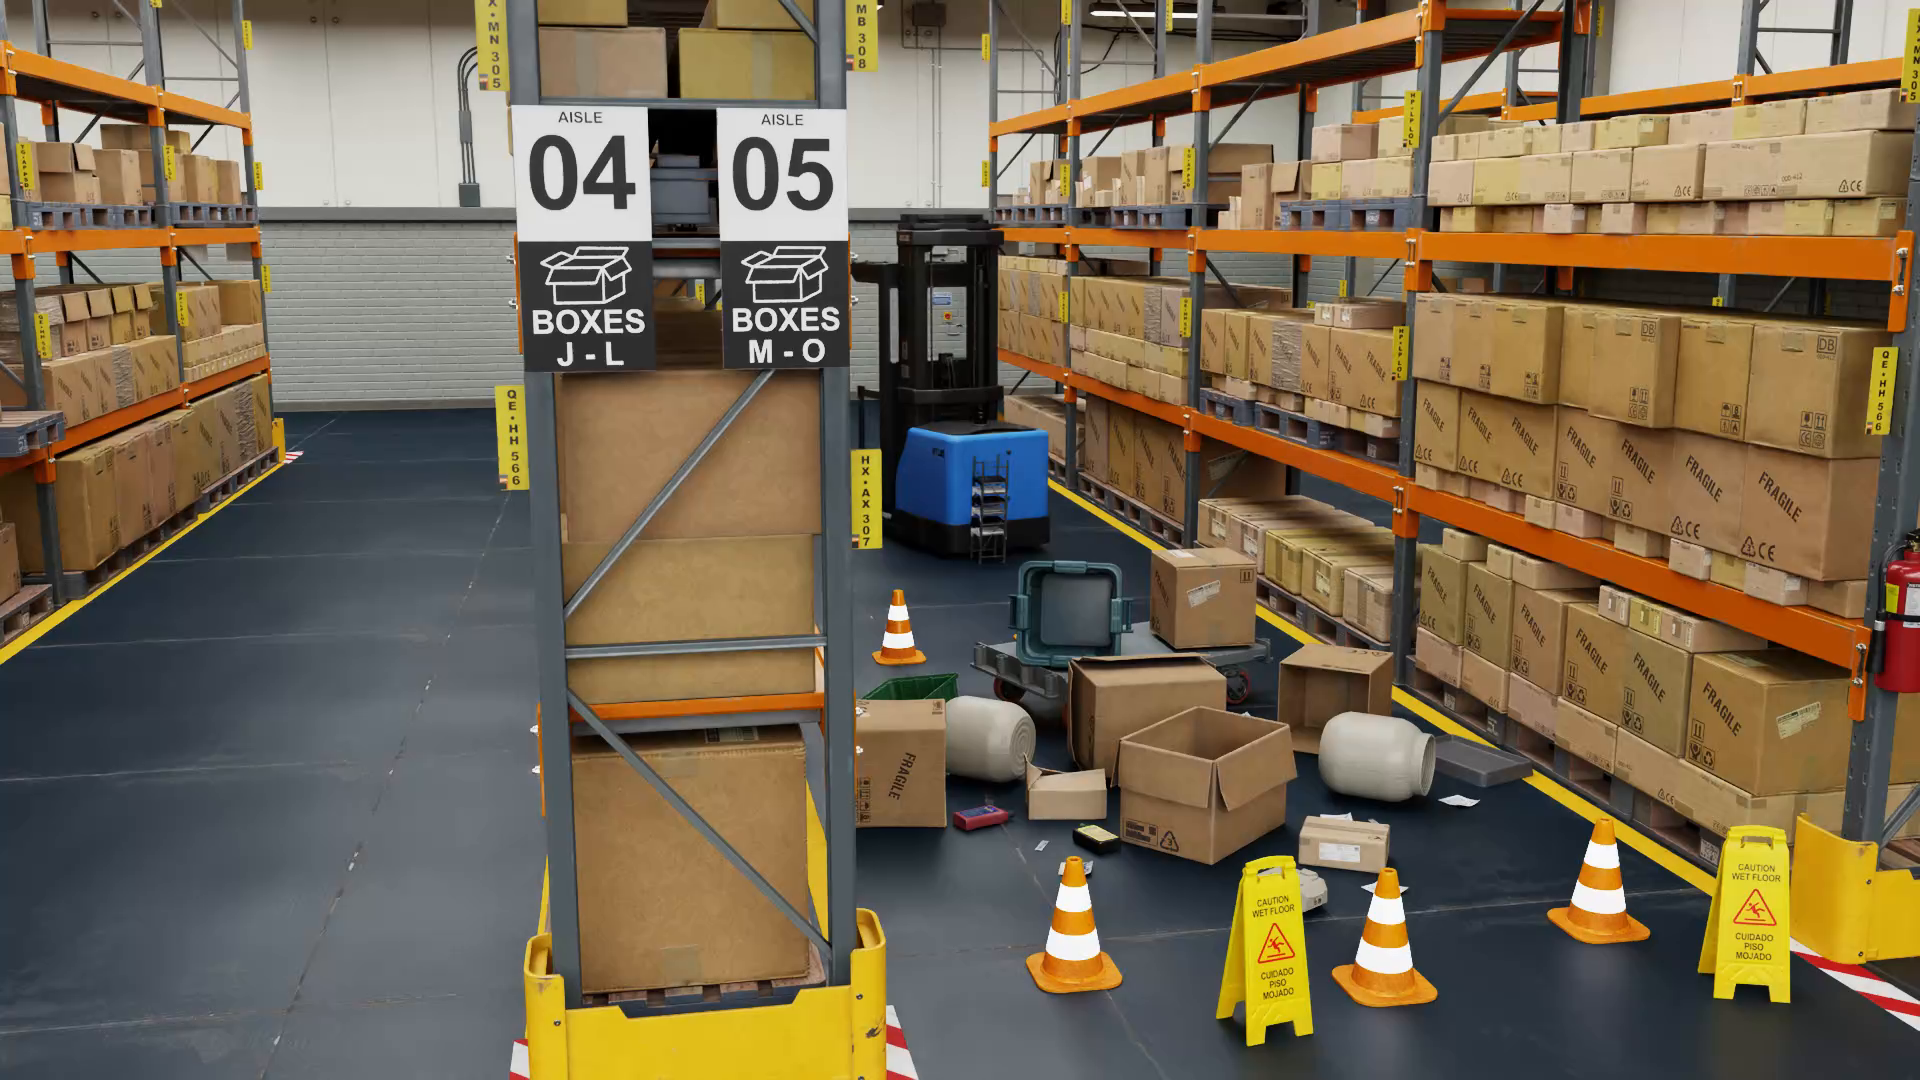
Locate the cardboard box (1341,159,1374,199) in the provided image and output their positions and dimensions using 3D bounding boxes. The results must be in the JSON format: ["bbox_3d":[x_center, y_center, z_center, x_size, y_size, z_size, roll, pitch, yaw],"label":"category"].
[{"bbox_3d":[2.859,-2.382,10.999,0.500,0.250,0.500,-2,11,-10],"label":"cardboard box"}]

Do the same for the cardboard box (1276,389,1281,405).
[{"bbox_3d":[2.591,-1.083,12.469,0.380,0.149,0.250,-2,11,-9],"label":"cardboard box"}]

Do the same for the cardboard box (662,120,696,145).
[{"bbox_3d":[-1.086,-1.919,7.501,0.500,0.250,0.500,-2,11,-12],"label":"cardboard box"}]

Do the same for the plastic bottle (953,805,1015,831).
[{"bbox_3d":[0.119,1.339,8.050,0.283,0.061,0.133,-6,13,-31],"label":"plastic bottle"}]

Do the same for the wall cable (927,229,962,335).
[{"bbox_3d":[-0.245,-4.330,27.176,0.585,1.953,0.123,-2,11,-11],"label":"wall cable"}]

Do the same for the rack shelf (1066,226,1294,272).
[{"bbox_3d":[2.042,-2.802,15.850,1.077,0.370,4.000,-2,11,-11],"label":"rack shelf"}]

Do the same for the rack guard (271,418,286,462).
[{"bbox_3d":[-8.851,-1.198,20.208,1.175,0.500,0.348,-2,11,-11],"label":"rack guard"}]

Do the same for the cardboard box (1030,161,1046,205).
[{"bbox_3d":[1.120,-4.185,19.535,0.500,0.500,0.500,-2,11,-10],"label":"cardboard box"}]

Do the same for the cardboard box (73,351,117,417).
[{"bbox_3d":[-7.323,-1.291,13.743,0.500,0.500,0.500,-2,11,-12],"label":"cardboard box"}]

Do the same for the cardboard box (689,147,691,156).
[{"bbox_3d":[-1.092,-1.793,7.905,0.380,0.149,0.250,-2,11,-11],"label":"cardboard box"}]

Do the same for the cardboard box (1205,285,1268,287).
[{"bbox_3d":[2.469,-2.045,15.031,0.500,0.500,0.500,-2,11,-11],"label":"cardboard box"}]

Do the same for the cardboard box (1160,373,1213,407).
[{"bbox_3d":[2.078,-1.324,14.588,0.500,0.250,0.500,-3,11,-13],"label":"cardboard box"}]

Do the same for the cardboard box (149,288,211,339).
[{"bbox_3d":[-7.999,-2.317,16.999,0.500,0.500,0.500,-2,11,-11],"label":"cardboard box"}]

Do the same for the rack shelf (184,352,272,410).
[{"bbox_3d":[-8.457,-1.702,18.091,1.077,0.370,4.000,-2,11,-11],"label":"rack shelf"}]

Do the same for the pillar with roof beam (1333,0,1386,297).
[{"bbox_3d":[1.880,-6.281,24.184,9.100,9.000,0.548,-2,11,-11],"label":"pillar with roof beam"}]

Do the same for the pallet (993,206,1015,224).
[{"bbox_3d":[1.029,-4.076,20.860,1.003,0.211,1.213,-2,11,-11],"label":"pallet"}]

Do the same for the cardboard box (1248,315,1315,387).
[{"bbox_3d":[2.509,-1.433,12.570,0.500,0.500,0.500,-2,11,-10],"label":"cardboard box"}]

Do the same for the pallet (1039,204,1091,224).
[{"bbox_3d":[1.504,-3.629,18.508,1.003,0.211,1.213,-2,11,-11],"label":"pallet"}]

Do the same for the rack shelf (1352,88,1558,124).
[{"bbox_3d":[6.132,-5.189,20.376,1.077,0.370,4.000,-2,11,-11],"label":"rack shelf"}]

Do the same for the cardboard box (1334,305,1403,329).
[{"bbox_3d":[2.750,-1.504,11.208,0.380,0.149,0.250,-2,11,-13],"label":"cardboard box"}]

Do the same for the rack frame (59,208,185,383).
[{"bbox_3d":[-8.068,-1.688,16.097,1.000,3.000,0.127,-2,11,-11],"label":"rack frame"}]

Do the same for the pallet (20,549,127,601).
[{"bbox_3d":[-7.370,0.268,13.277,1.003,0.211,1.213,-2,11,-11],"label":"pallet"}]

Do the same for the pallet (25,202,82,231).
[{"bbox_3d":[-7.467,-2.451,12.590,1.213,0.211,1.003,-2,11,-8],"label":"pallet"}]

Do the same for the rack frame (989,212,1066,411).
[{"bbox_3d":[0.875,-2.782,21.845,1.000,3.000,0.127,-2,11,-11],"label":"rack frame"}]

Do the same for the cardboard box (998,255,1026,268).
[{"bbox_3d":[0.672,-3.566,21.286,0.380,0.149,0.250,-2,11,-10],"label":"cardboard box"}]

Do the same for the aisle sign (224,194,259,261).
[{"bbox_3d":[-8.566,-3.723,19.835,0.394,0.787,0.004,-2,11,-11],"label":"aisle sign"}]

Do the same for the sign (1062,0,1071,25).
[{"bbox_3d":[1.103,-5.517,17.245,0.100,0.325,0.005,-2,11,-11],"label":"sign"}]

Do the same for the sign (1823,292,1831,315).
[{"bbox_3d":[7.843,-2.086,15.089,0.100,0.325,0.005,-2,11,-11],"label":"sign"}]

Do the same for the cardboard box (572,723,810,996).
[{"bbox_3d":[-1.046,1.066,6.184,0.875,0.875,0.875,-2,11,-11],"label":"cardboard box"}]

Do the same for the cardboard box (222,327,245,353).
[{"bbox_3d":[-8.294,-2.229,18.542,0.500,0.250,0.500,-3,11,-13],"label":"cardboard box"}]

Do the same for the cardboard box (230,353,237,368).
[{"bbox_3d":[-8.157,-1.965,18.221,0.380,0.149,0.250,-2,11,-10],"label":"cardboard box"}]

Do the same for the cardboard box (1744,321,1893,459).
[{"bbox_3d":[3.673,-0.620,6.747,0.700,0.500,0.500,-2,11,-12],"label":"cardboard box"}]

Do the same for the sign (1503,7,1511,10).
[{"bbox_3d":[5.985,-5.658,18.201,0.100,0.325,0.005,-2,11,-11],"label":"sign"}]

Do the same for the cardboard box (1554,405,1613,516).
[{"bbox_3d":[3.344,-0.410,8.318,0.500,0.500,0.500,-2,11,-10],"label":"cardboard box"}]

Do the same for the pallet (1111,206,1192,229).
[{"bbox_3d":[2.033,-3.017,15.560,1.003,0.211,1.213,-2,11,-8],"label":"pallet"}]

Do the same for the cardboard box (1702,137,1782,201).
[{"bbox_3d":[3.539,-1.570,7.062,0.500,0.250,0.500,-2,11,-12],"label":"cardboard box"}]

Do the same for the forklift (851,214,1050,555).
[{"bbox_3d":[-0.362,-1.546,15.535,1.130,2.935,3.031,-6,12,-29],"label":"forklift"}]

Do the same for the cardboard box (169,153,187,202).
[{"bbox_3d":[-8.379,-3.706,17.020,0.700,0.500,0.500,-2,11,-8],"label":"cardboard box"}]

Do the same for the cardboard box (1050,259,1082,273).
[{"bbox_3d":[1.230,-3.097,18.820,0.380,0.149,0.250,-2,11,-11],"label":"cardboard box"}]

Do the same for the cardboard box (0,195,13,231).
[{"bbox_3d":[-6.957,-2.276,11.565,0.500,0.250,0.500,-2,11,-11],"label":"cardboard box"}]

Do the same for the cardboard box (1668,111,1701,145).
[{"bbox_3d":[3.487,-1.878,7.612,0.380,0.149,0.250,-2,11,-13],"label":"cardboard box"}]

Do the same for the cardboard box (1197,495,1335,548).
[{"bbox_3d":[2.531,-0.126,13.796,0.950,0.372,0.625,-3,11,-15],"label":"cardboard box"}]

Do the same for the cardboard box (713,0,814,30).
[{"bbox_3d":[-0.602,-1.719,5.386,0.380,0.149,0.250,-2,11,-10],"label":"cardboard box"}]

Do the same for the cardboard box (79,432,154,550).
[{"bbox_3d":[-7.570,-0.408,13.931,1.225,0.875,0.875,-2,11,-11],"label":"cardboard box"}]

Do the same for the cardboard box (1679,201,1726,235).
[{"bbox_3d":[3.465,-1.440,7.444,0.380,0.149,0.250,-2,11,-11],"label":"cardboard box"}]

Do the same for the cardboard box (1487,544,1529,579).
[{"bbox_3d":[3.126,0.113,9.122,0.380,0.149,0.250,-2,11,-9],"label":"cardboard box"}]

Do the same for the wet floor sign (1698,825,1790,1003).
[{"bbox_3d":[2.974,1.383,6.260,0.267,0.644,0.232,2,11,9],"label":"wet floor sign"}]

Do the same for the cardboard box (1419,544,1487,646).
[{"bbox_3d":[3.059,0.313,9.809,0.500,0.500,0.500,-2,11,-8],"label":"cardboard box"}]

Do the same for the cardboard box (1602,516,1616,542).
[{"bbox_3d":[3.426,-0.066,8.247,0.380,0.149,0.250,-2,11,-11],"label":"cardboard box"}]

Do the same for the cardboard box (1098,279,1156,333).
[{"bbox_3d":[1.677,-2.313,16.440,0.500,0.500,0.500,-2,11,-12],"label":"cardboard box"}]

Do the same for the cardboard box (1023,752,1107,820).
[{"bbox_3d":[0.514,1.209,8.189,0.396,0.266,0.258,0,11,-1],"label":"cardboard box"}]

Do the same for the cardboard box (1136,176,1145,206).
[{"bbox_3d":[1.819,-3.169,15.089,0.396,0.266,0.258,-2,11,-12],"label":"cardboard box"}]

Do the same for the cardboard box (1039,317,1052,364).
[{"bbox_3d":[1.206,-2.268,18.874,0.500,0.500,0.500,-2,11,-12],"label":"cardboard box"}]

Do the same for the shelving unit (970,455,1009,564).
[{"bbox_3d":[0.250,-0.261,14.180,0.258,0.900,0.210,-4,16,-21],"label":"shelving unit"}]
